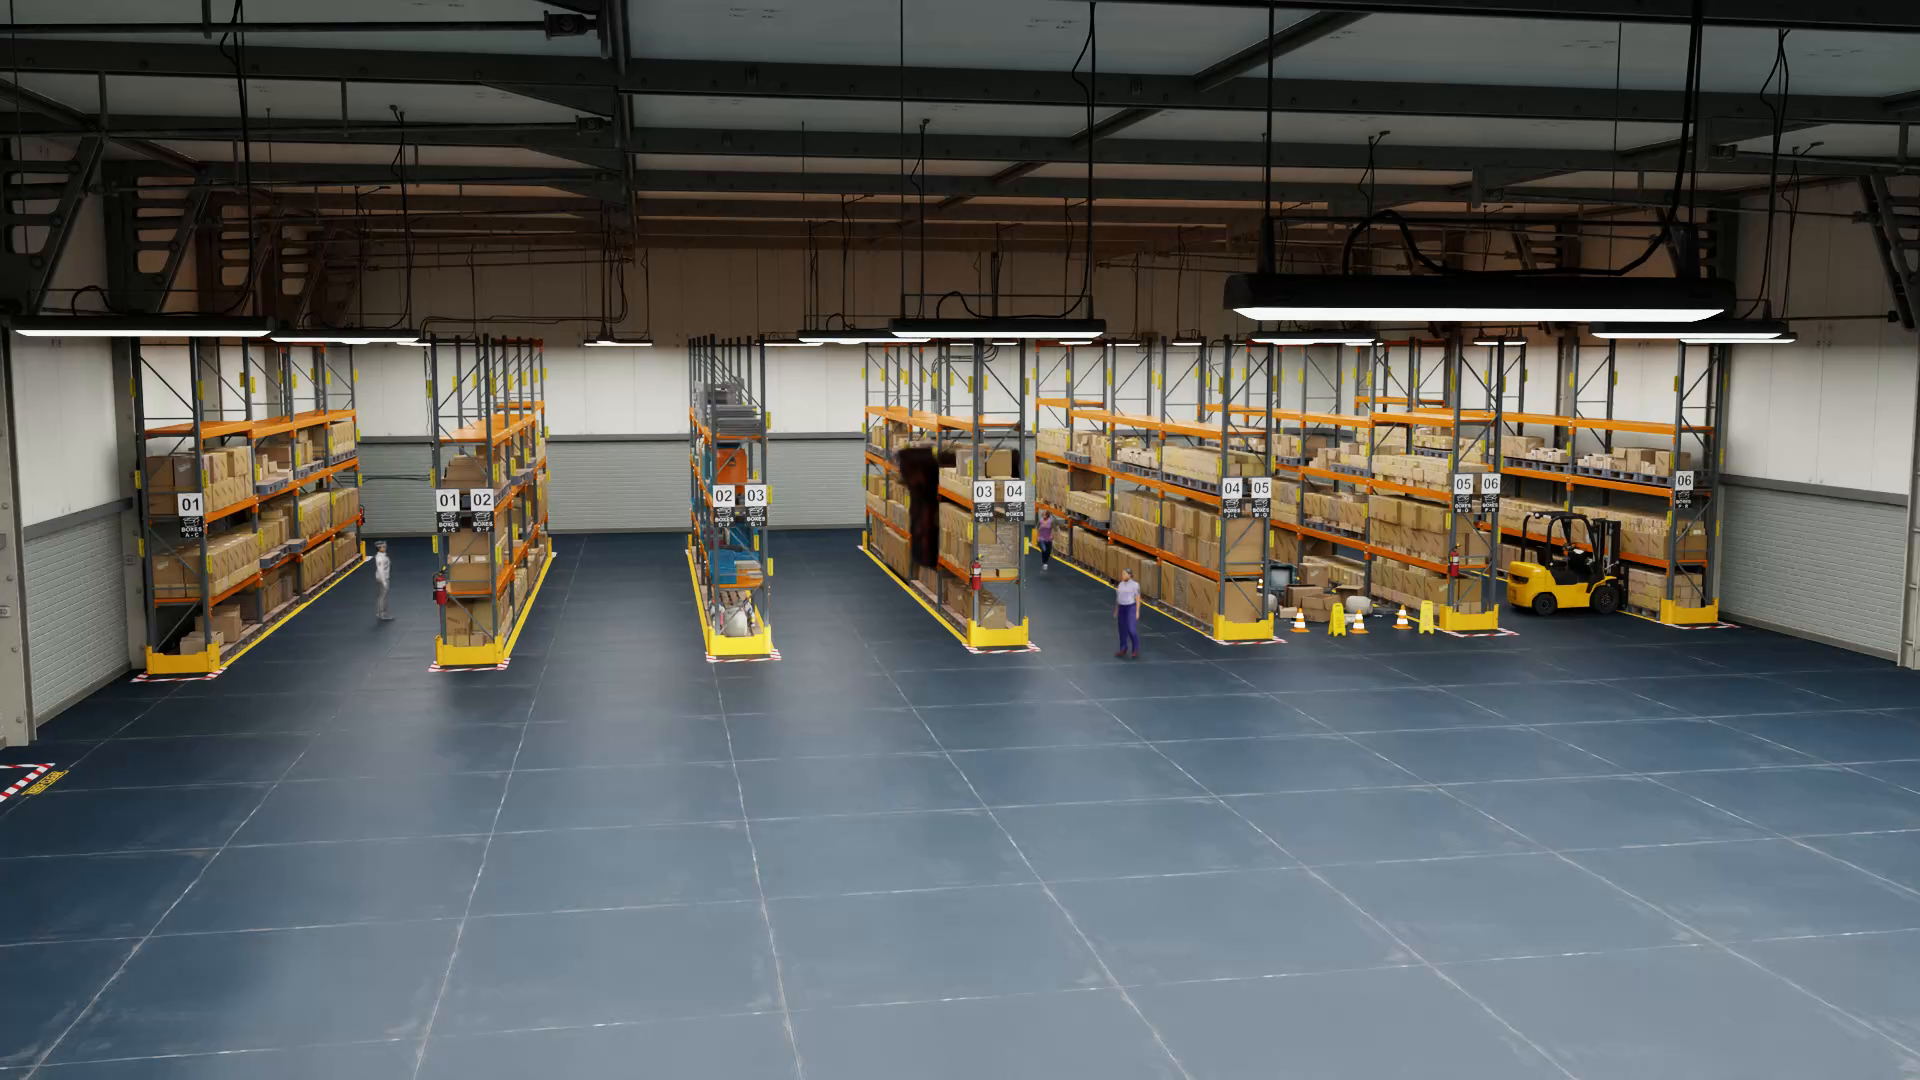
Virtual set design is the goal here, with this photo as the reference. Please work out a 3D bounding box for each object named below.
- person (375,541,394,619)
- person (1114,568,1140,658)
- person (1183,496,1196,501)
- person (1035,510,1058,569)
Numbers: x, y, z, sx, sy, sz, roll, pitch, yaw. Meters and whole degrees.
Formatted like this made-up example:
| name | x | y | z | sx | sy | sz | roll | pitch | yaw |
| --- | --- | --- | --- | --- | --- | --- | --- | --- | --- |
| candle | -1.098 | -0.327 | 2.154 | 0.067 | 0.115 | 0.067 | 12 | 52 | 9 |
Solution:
| name | x | y | z | sx | sy | sz | roll | pitch | yaw |
| --- | --- | --- | --- | --- | --- | --- | --- | --- | --- |
| person | -12.219 | 0.854 | 35.314 | 0.357 | 1.713 | 0.494 | -3 | 7 | -26 |
| person | 3.116 | 1.358 | 31.096 | 0.513 | 1.683 | 0.375 | 6 | 9 | 42 |
| person | 7.285 | -1.089 | 52.019 | 0.625 | 1.669 | 1.017 | -3 | 7 | -24 |
| person | 2.171 | -0.002 | 41.587 | 0.525 | 1.530 | 0.665 | -1 | 7 | -8 |
